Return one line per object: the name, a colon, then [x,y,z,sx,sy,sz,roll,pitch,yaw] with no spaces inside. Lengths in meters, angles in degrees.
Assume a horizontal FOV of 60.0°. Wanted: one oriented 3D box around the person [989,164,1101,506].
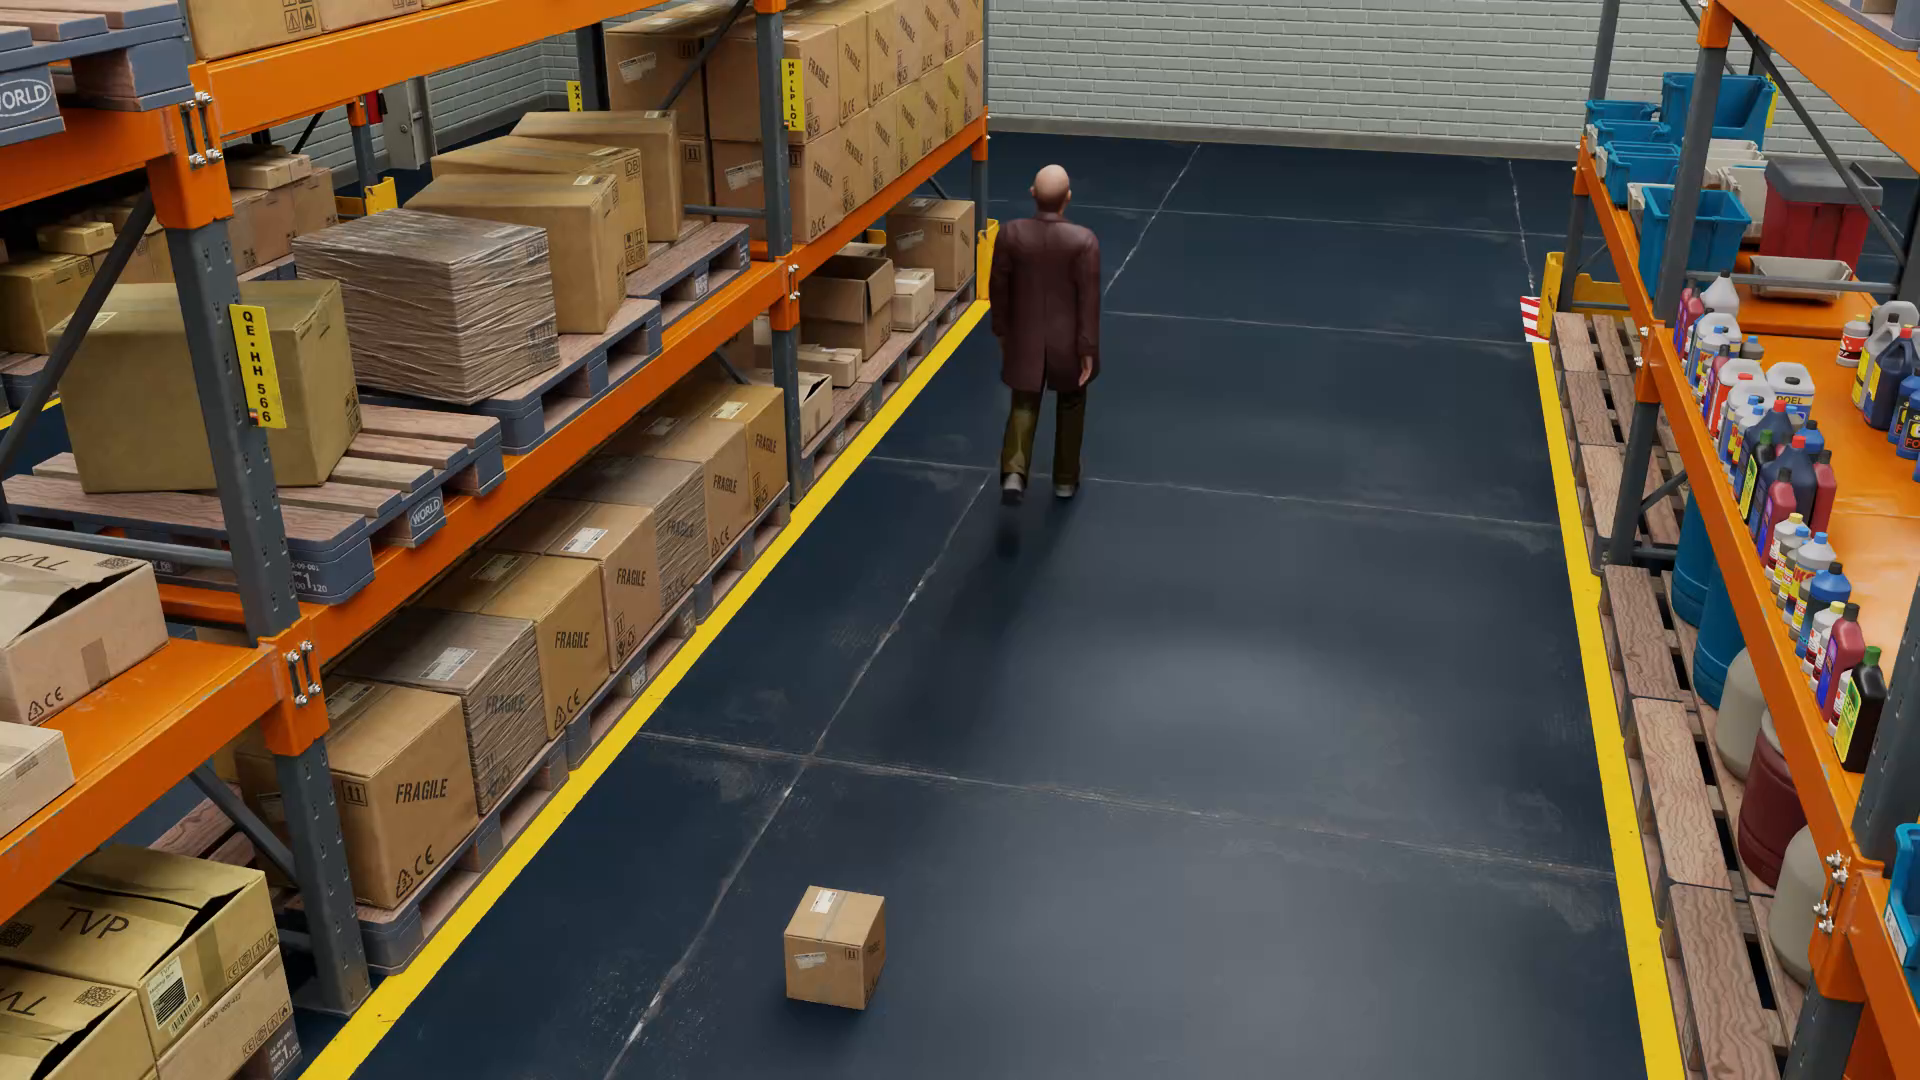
person: [0.416,-0.982,8.219,0.573,1.749,0.938,6,26,13]
